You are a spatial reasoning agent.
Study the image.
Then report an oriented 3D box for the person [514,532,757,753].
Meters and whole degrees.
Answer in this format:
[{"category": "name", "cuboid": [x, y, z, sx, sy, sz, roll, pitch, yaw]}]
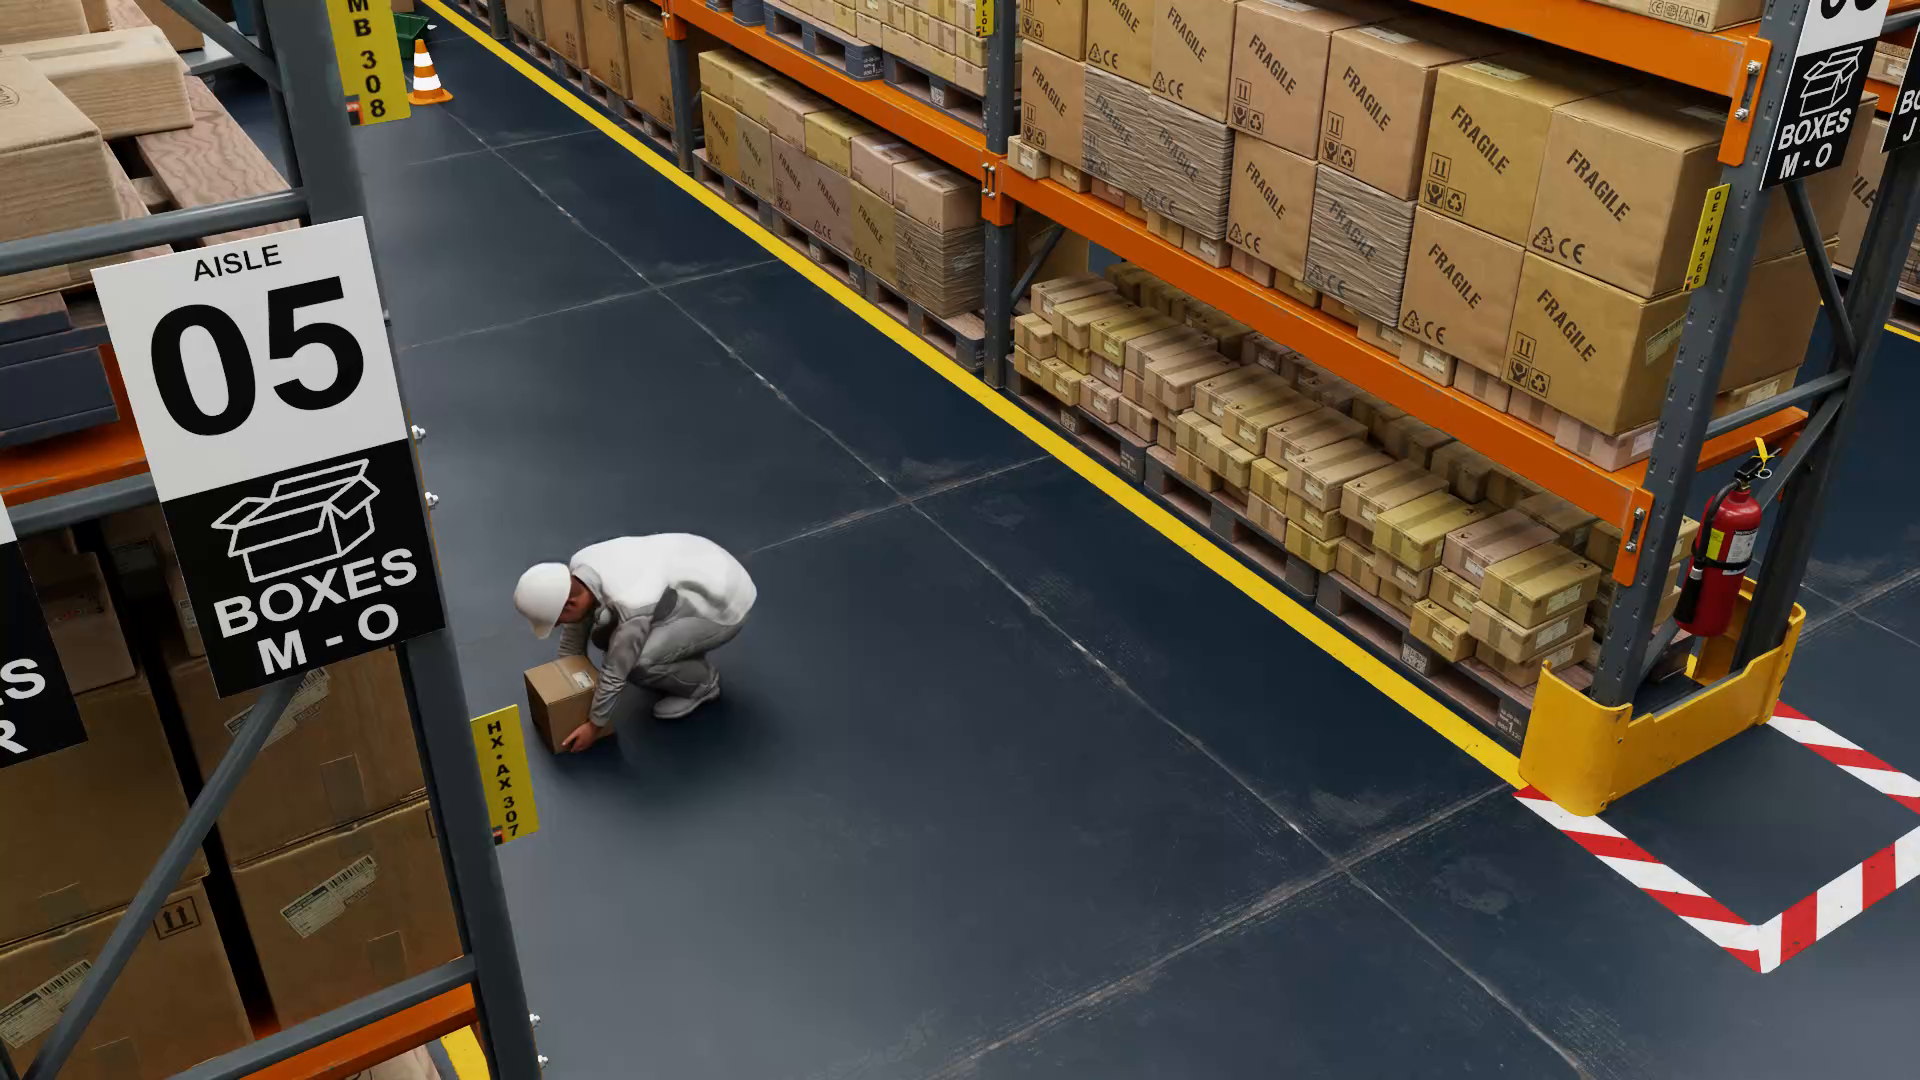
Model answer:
[{"category": "person", "cuboid": [-1.265, 0.338, 6.538, 0.945, 0.858, 0.519, -19, 37, -27]}]
